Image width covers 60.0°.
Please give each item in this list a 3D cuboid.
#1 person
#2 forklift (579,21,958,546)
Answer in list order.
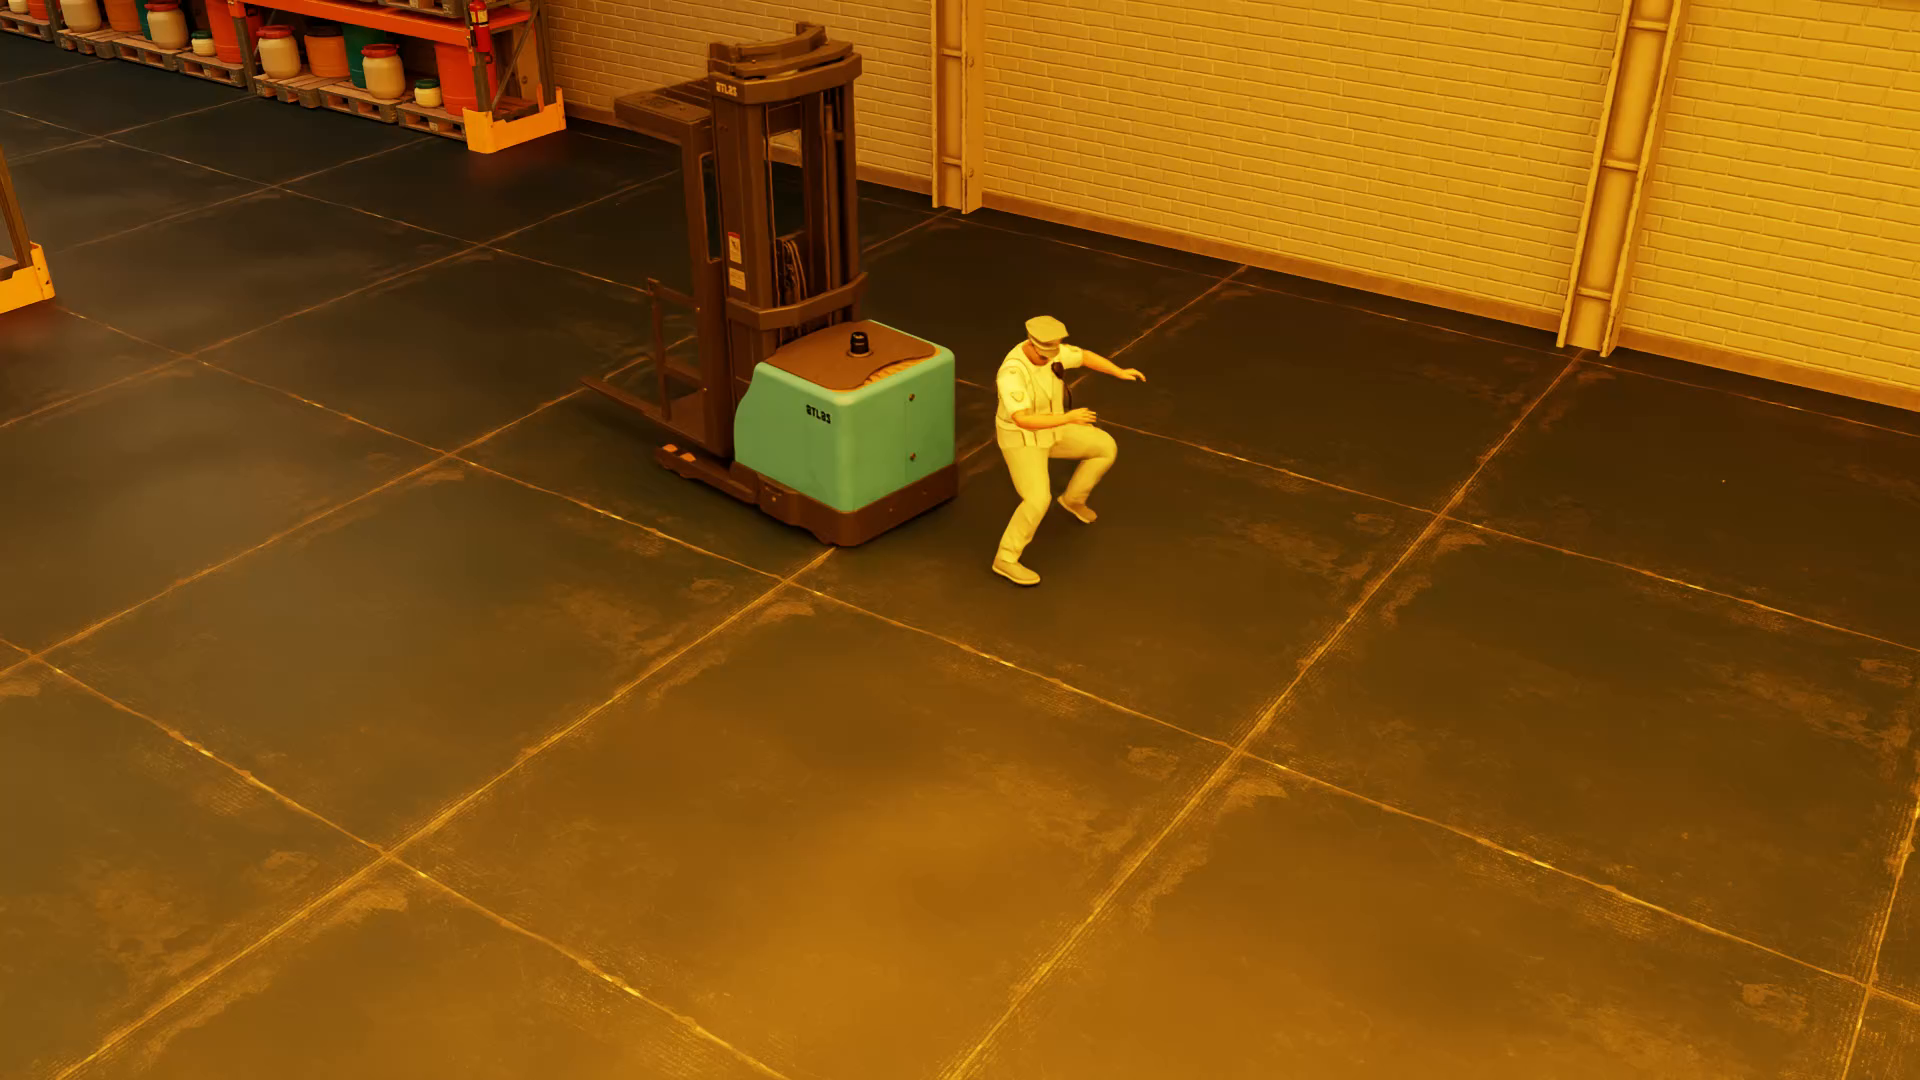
[{"bbox_3d":[0.572,-0.608,10.073,0.785,1.524,1.013,26,39,37],"label":"person"},{"bbox_3d":[-1.437,-1.854,10.773,3.031,2.935,1.130,25,38,36],"label":"forklift"}]
